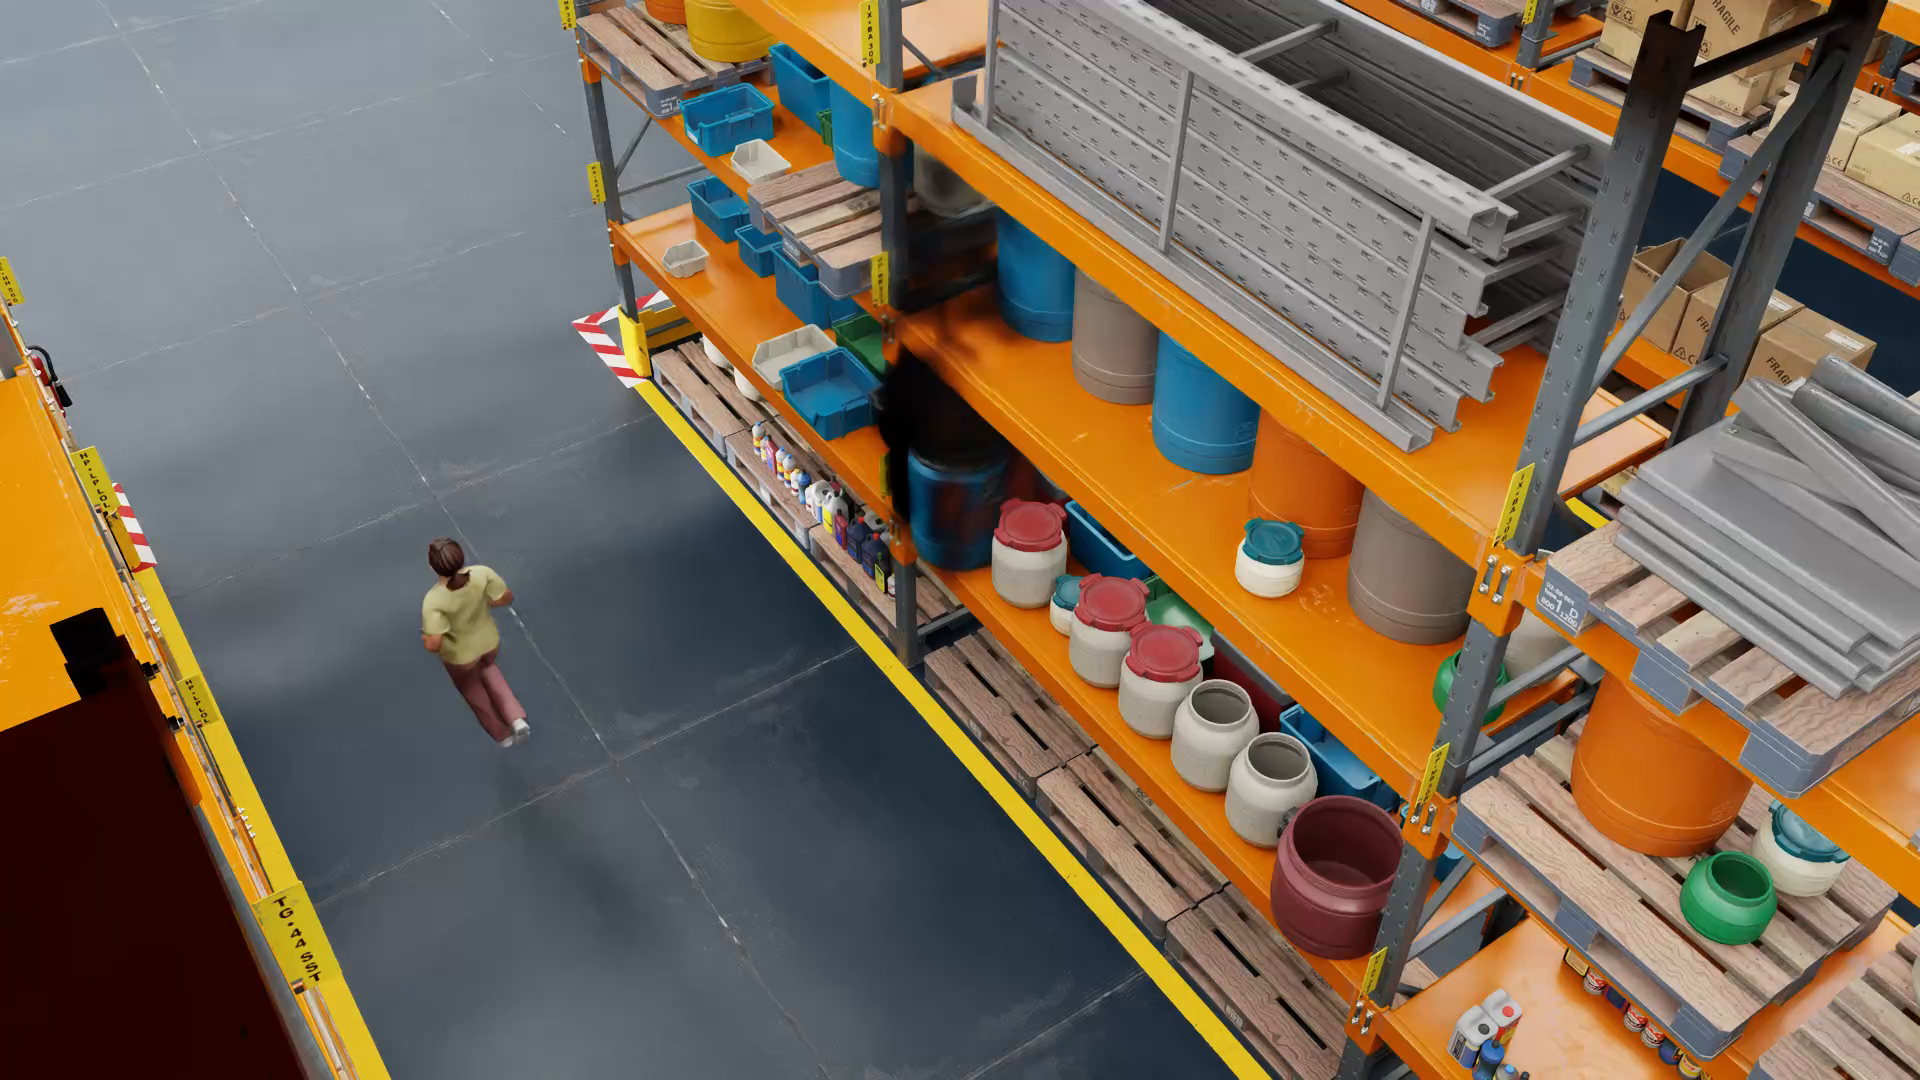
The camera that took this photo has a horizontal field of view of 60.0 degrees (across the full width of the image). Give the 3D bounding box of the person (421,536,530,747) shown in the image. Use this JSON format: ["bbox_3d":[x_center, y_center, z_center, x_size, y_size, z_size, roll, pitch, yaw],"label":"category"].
[{"bbox_3d":[-2.774,0.613,9.461,0.504,1.634,0.566,32,52,30],"label":"person"}]
